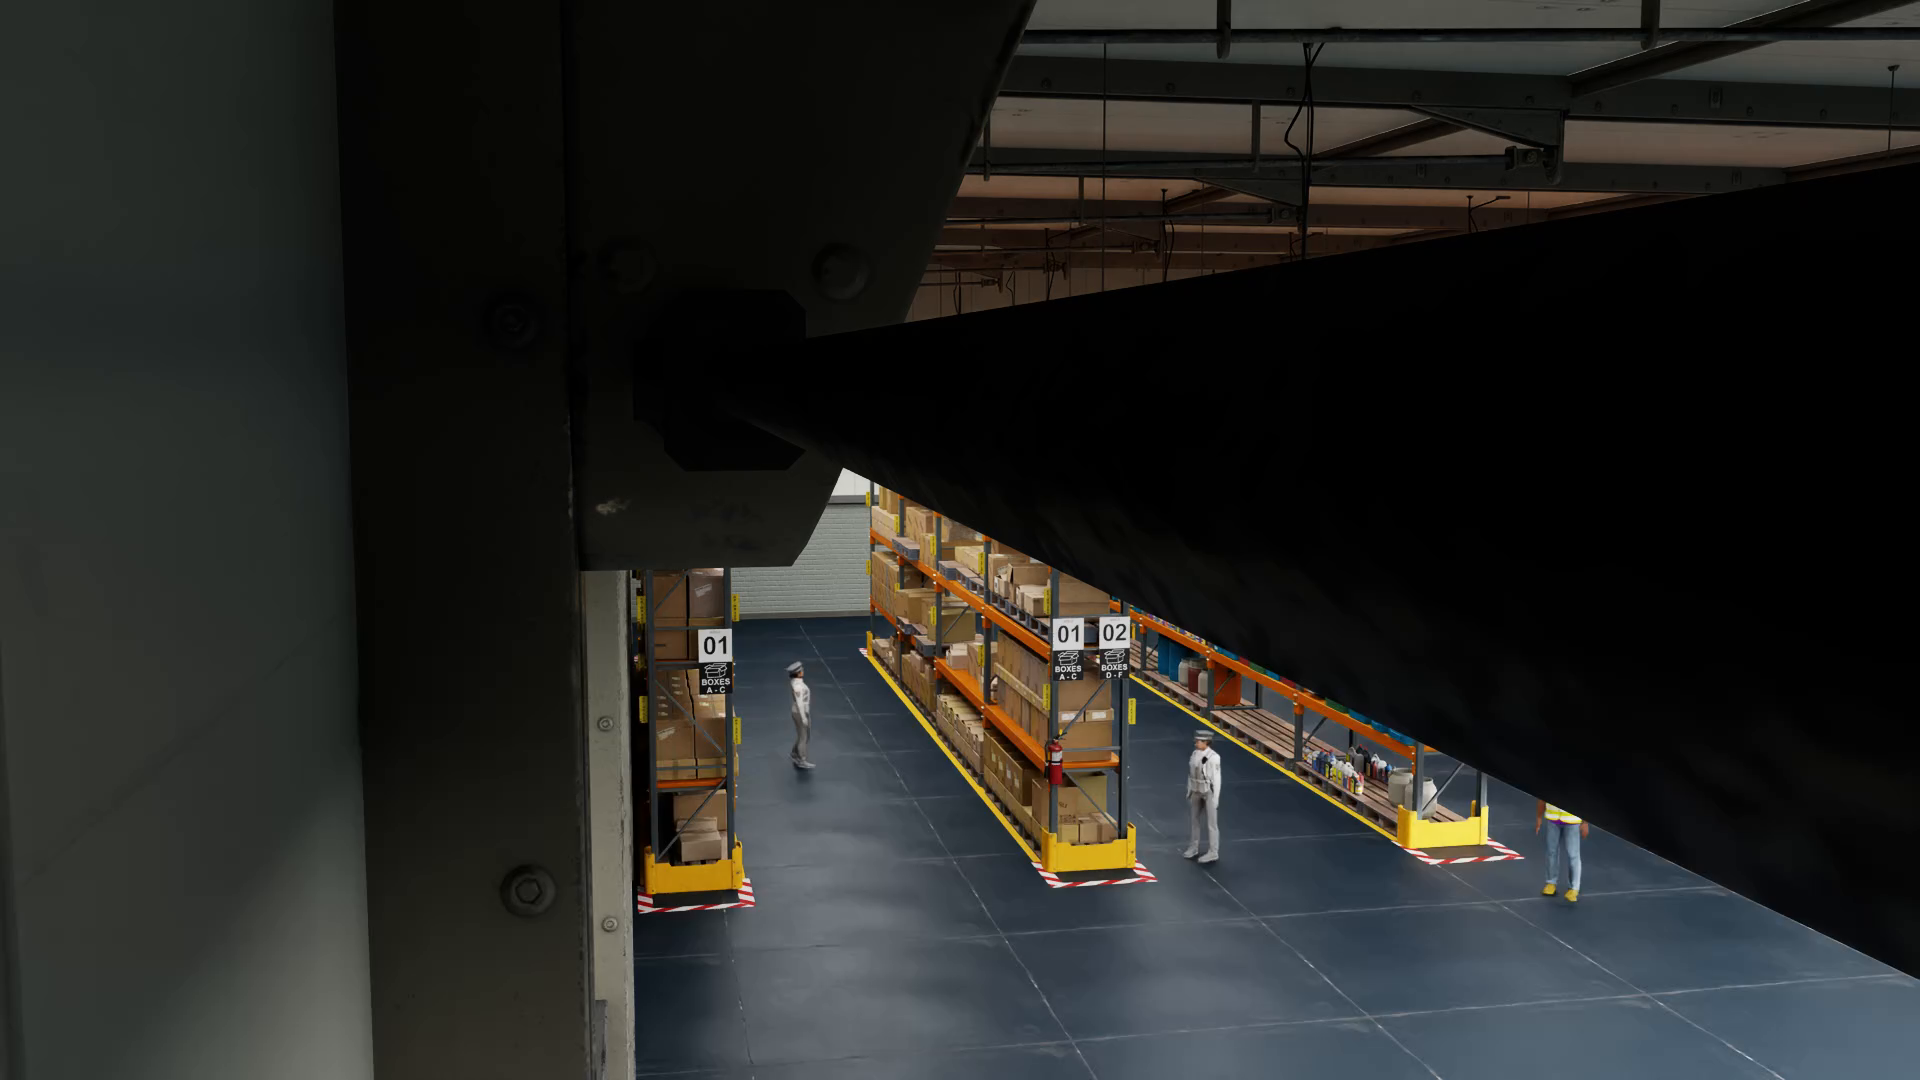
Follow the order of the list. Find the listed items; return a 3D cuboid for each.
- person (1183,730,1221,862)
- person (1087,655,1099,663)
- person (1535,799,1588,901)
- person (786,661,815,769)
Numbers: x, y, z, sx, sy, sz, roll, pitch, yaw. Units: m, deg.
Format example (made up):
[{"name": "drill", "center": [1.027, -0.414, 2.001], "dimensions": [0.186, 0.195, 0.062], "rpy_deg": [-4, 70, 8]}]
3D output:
[{"name": "person", "center": [3.097, 3.267, 21.360], "dimensions": [0.386, 1.674, 0.517], "rpy_deg": [-5, 8, -41]}, {"name": "person", "center": [2.173, 2.594, 27.438], "dimensions": [0.416, 1.793, 0.673], "rpy_deg": [-3, 7, -26]}, {"name": "person", "center": [7.194, 3.378, 19.894], "dimensions": [0.601, 1.784, 0.402], "rpy_deg": [4, 7, 36]}, {"name": "person", "center": [-2.512, 2.755, 26.333], "dimensions": [0.453, 1.704, 0.550], "rpy_deg": [0, 6, 1]}]
